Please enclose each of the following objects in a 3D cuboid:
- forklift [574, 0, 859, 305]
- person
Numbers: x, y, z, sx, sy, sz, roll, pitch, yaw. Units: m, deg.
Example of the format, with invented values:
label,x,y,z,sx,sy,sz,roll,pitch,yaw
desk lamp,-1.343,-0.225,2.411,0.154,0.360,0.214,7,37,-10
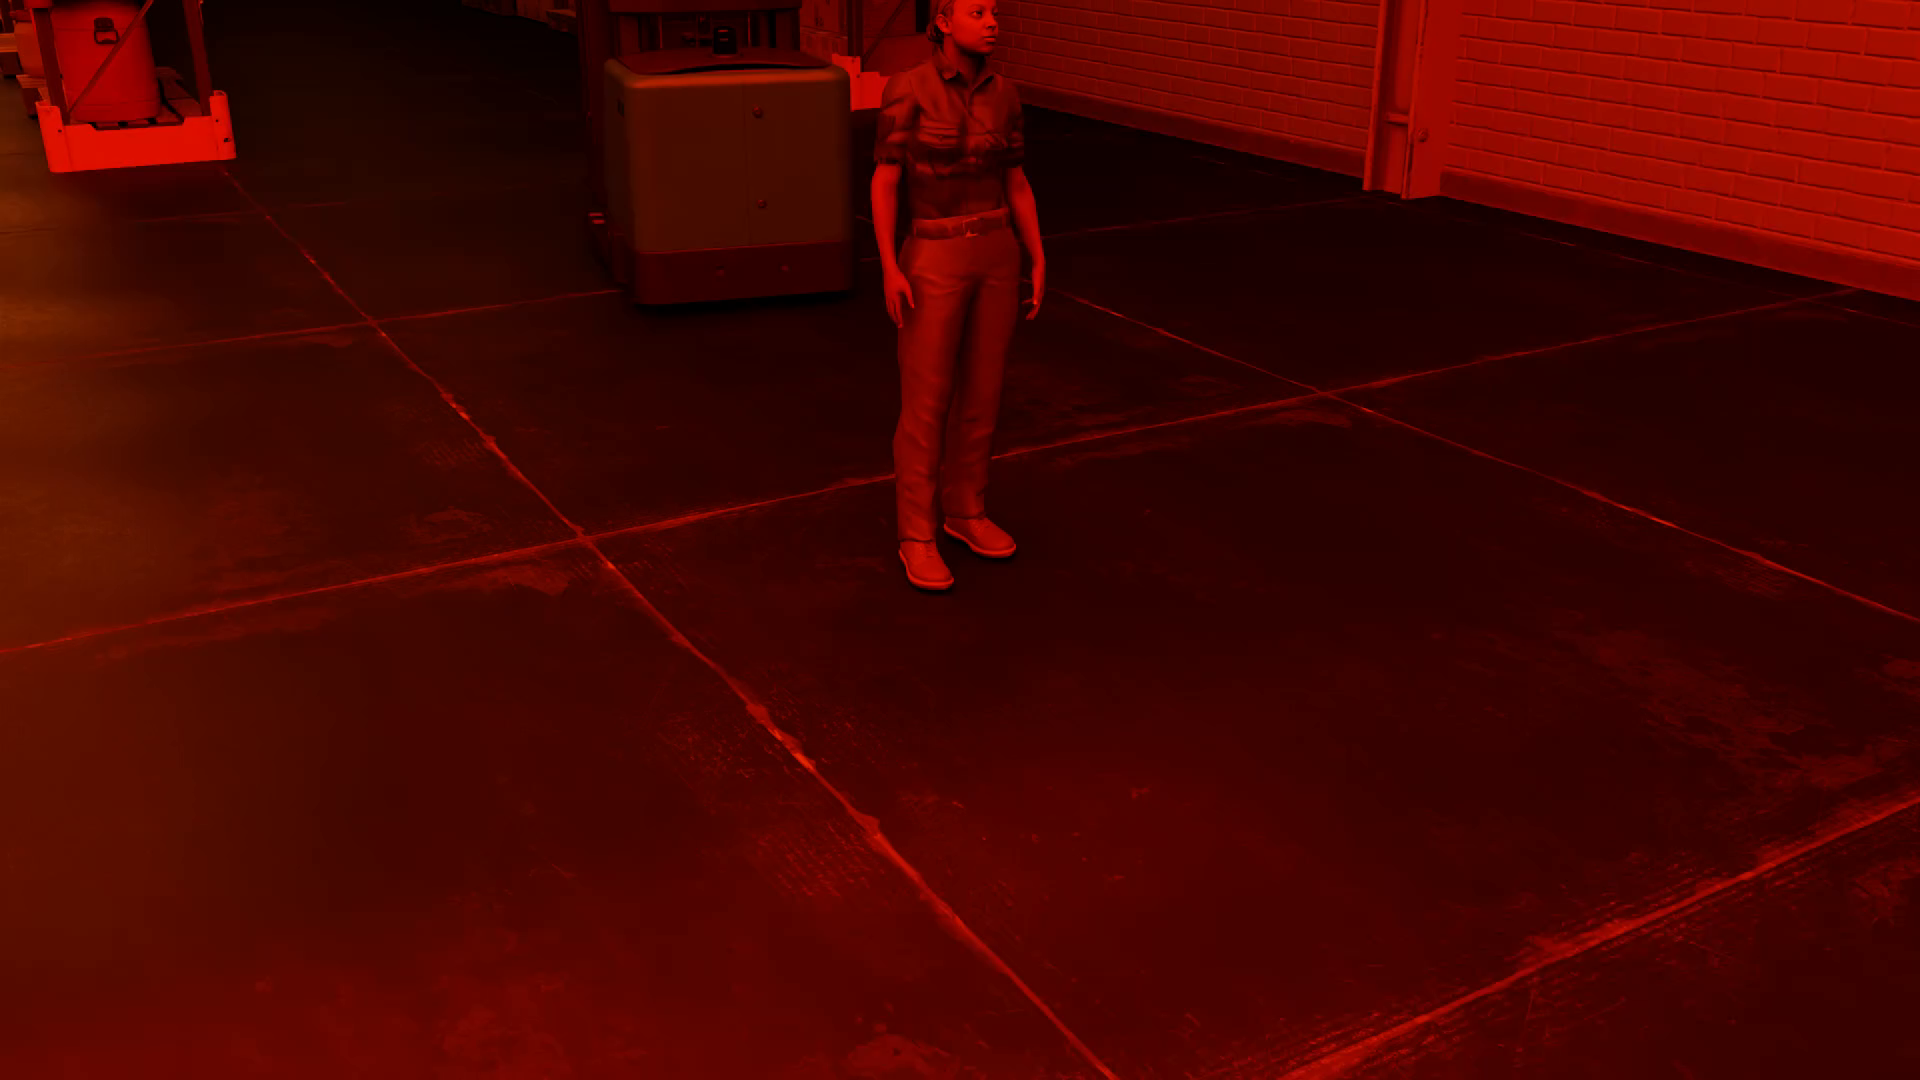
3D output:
label,x,y,z,sx,sy,sz,roll,pitch,yaw
forklift,-1.427,-2.952,8.468,1.130,2.935,3.031,-7,23,-17
person,0.026,-0.739,4.738,0.569,1.654,0.504,-12,25,-28
